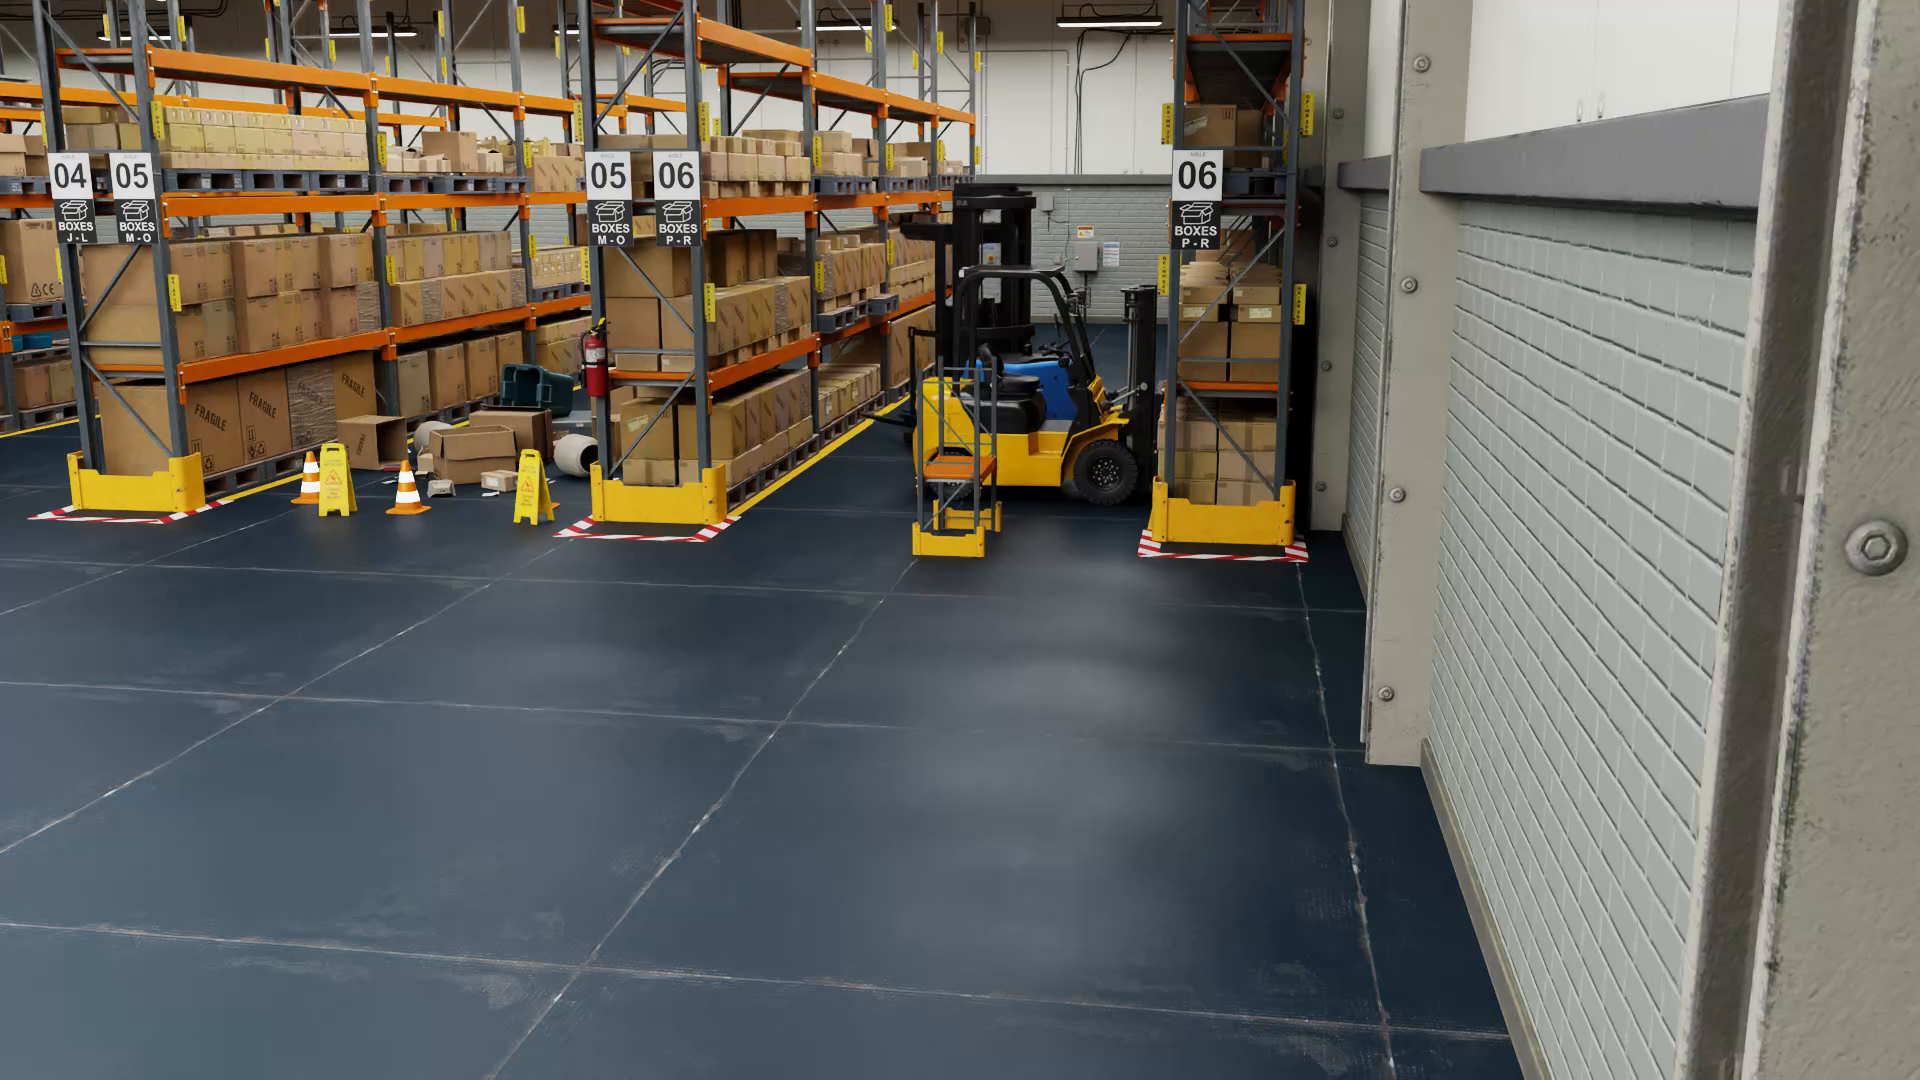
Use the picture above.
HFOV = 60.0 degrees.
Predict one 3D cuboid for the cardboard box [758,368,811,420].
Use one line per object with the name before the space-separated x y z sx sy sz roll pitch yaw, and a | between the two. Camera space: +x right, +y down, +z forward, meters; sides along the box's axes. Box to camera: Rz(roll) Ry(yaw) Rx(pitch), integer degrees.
cardboard box | -1.903 -1.566 17.889 0.500 0.500 0.500 2 12 8

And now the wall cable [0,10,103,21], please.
wall cable | -20.811 -10.732 37.816 3.097 2.526 0.112 2 12 9

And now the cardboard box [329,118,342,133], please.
cardboard box | -6.803 -4.406 17.665 0.380 0.149 0.250 2 12 9

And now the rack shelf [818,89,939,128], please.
rack shelf | -1.154 -6.104 23.616 1.077 0.370 4.000 2 12 9

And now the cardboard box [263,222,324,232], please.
cardboard box | -10.729 -4.862 26.817 0.797 0.503 0.637 2 12 7

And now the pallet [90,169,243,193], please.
pallet | -7.495 -3.354 15.529 1.003 0.211 1.213 2 12 9

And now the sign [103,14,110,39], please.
sign | -11.803 -7.108 23.021 0.100 0.325 0.005 2 12 9

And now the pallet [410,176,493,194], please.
pallet | -6.584 -4.447 20.838 1.003 0.211 1.213 2 12 11

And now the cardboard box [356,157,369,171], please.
cardboard box | -6.724 -4.121 18.237 0.380 0.149 0.250 2 12 8

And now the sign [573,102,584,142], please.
sign | -3.238 -3.559 14.164 0.100 0.325 0.005 2 12 9

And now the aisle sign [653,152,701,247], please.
aisle sign | -2.396 -2.885 14.091 0.394 0.787 0.004 2 12 9

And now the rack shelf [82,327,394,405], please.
rack shelf | -7.291 -1.841 17.125 1.077 0.370 4.000 2 12 9

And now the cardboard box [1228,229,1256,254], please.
cardboard box | 4.550 -4.715 26.623 0.500 0.500 0.500 2 12 7

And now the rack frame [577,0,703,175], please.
rack frame | -2.692 -4.570 13.839 1.000 3.000 0.127 2 12 9

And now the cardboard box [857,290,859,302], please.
cardboard box | -1.440 -2.984 20.320 0.380 0.149 0.250 1 12 7

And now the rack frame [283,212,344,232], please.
rack frame | -10.639 -4.456 27.552 1.000 3.000 0.127 2 12 9

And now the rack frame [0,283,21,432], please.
rack frame | -11.869 -2.791 19.825 1.000 3.000 0.127 2 12 9

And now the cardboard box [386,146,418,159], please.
cardboard box | -6.932 -4.658 20.346 0.500 0.311 0.500 1 12 7

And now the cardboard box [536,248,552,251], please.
cardboard box | -6.427 -4.364 25.311 0.380 0.149 0.250 2 12 8

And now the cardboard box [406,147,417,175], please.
cardboard box | -10.256 -6.835 29.999 0.700 0.500 0.500 1 12 7

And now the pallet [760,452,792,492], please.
pallet | -2.331 -0.711 16.792 1.003 0.211 1.213 2 12 9

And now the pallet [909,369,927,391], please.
pallet | -1.076 -2.354 24.417 1.003 0.211 1.213 2 12 9

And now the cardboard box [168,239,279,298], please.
cardboard box | -7.290 -2.684 16.406 0.875 0.550 0.550 2 12 9

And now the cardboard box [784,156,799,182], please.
cardboard box | -1.956 -3.803 17.048 0.500 0.250 0.500 2 12 8

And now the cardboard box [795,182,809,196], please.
cardboard box | -1.824 -3.738 17.694 0.380 0.149 0.250 2 12 9

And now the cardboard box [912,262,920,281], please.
cardboard box | -0.880 -3.887 24.080 0.500 0.250 0.500 2 12 10

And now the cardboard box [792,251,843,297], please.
cardboard box | -1.645 -3.062 19.142 0.500 0.500 0.500 2 12 9

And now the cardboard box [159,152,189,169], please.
cardboard box | -7.229 -3.435 15.056 0.380 0.149 0.250 2 12 9

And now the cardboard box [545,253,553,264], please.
cardboard box | -6.025 -4.012 23.678 0.380 0.149 0.250 2 12 8

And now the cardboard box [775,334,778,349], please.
cardboard box | -2.047 -2.007 16.780 0.380 0.149 0.250 2 12 8

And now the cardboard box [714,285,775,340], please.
cardboard box | -2.122 -2.241 16.330 0.500 0.500 0.500 2 12 7

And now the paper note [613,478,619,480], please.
paper note | -3.520 -0.620 16.800 0.142 0.019 0.148 -2 12 -11

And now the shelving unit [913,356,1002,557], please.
shelving unit | -0.012 -0.717 13.762 0.587 1.500 1.083 2 12 9

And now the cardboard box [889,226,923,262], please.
cardboard box | -0.837 -4.359 24.489 0.500 0.500 0.500 2 12 10

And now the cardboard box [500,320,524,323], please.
cardboard box | -6.456 -3.048 24.174 0.500 0.250 0.500 2 12 9

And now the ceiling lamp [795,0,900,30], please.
ceiling lamp | -2.214 -11.391 31.636 2.000 3.185 0.800 2 12 9

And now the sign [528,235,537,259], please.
sign | -5.820 -3.991 22.643 0.100 0.325 0.005 2 12 9

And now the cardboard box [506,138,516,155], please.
cardboard box | -6.386 -5.692 24.113 0.396 0.266 0.258 2 12 9

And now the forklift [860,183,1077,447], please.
forklift | 0.016 -2.517 18.718 1.130 2.935 3.031 -10 16 -38

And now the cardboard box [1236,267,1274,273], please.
cardboard box | 2.998 -2.694 16.892 0.380 0.149 0.250 2 12 7

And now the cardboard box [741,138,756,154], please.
cardboard box | -2.137 -3.697 15.613 0.380 0.149 0.250 2 12 10

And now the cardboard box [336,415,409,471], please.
cardboard box | -6.209 -1.032 17.591 0.500 0.500 0.500 4 13 18

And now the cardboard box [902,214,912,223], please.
cardboard box | -0.966 -5.116 26.462 0.380 0.149 0.250 2 12 10

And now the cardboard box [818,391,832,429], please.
cardboard box | -1.999 -1.500 19.074 0.950 0.372 0.625 2 12 9

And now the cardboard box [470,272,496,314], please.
cardboard box | -6.328 -3.181 21.394 0.500 0.500 0.500 2 12 8

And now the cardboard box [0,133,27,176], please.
cardboard box | -11.699 -4.608 19.892 0.797 0.503 0.637 1 12 6

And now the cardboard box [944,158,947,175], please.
cardboard box | -0.511 -6.335 28.126 0.500 0.311 0.500 2 12 10

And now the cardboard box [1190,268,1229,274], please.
cardboard box | 2.505 -2.654 16.705 0.380 0.149 0.250 2 12 8

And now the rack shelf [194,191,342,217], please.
rack shelf | -10.946 -5.155 25.380 1.077 0.370 4.000 2 12 9

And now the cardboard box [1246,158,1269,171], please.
cardboard box | 3.153 -4.078 18.038 0.380 0.149 0.250 2 12 9

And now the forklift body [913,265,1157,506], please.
forklift body | 0.702 -1.516 15.924 2.313 2.155 1.214 2 12 9

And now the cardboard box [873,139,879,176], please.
cardboard box | -1.497 -5.235 22.812 0.700 0.500 0.500 1 12 6

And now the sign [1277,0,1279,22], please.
sign | 3.992 -6.592 20.629 0.100 0.325 0.005 2 12 9

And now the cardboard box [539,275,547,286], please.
cardboard box | -6.059 -3.667 23.488 0.380 0.149 0.250 2 12 11
